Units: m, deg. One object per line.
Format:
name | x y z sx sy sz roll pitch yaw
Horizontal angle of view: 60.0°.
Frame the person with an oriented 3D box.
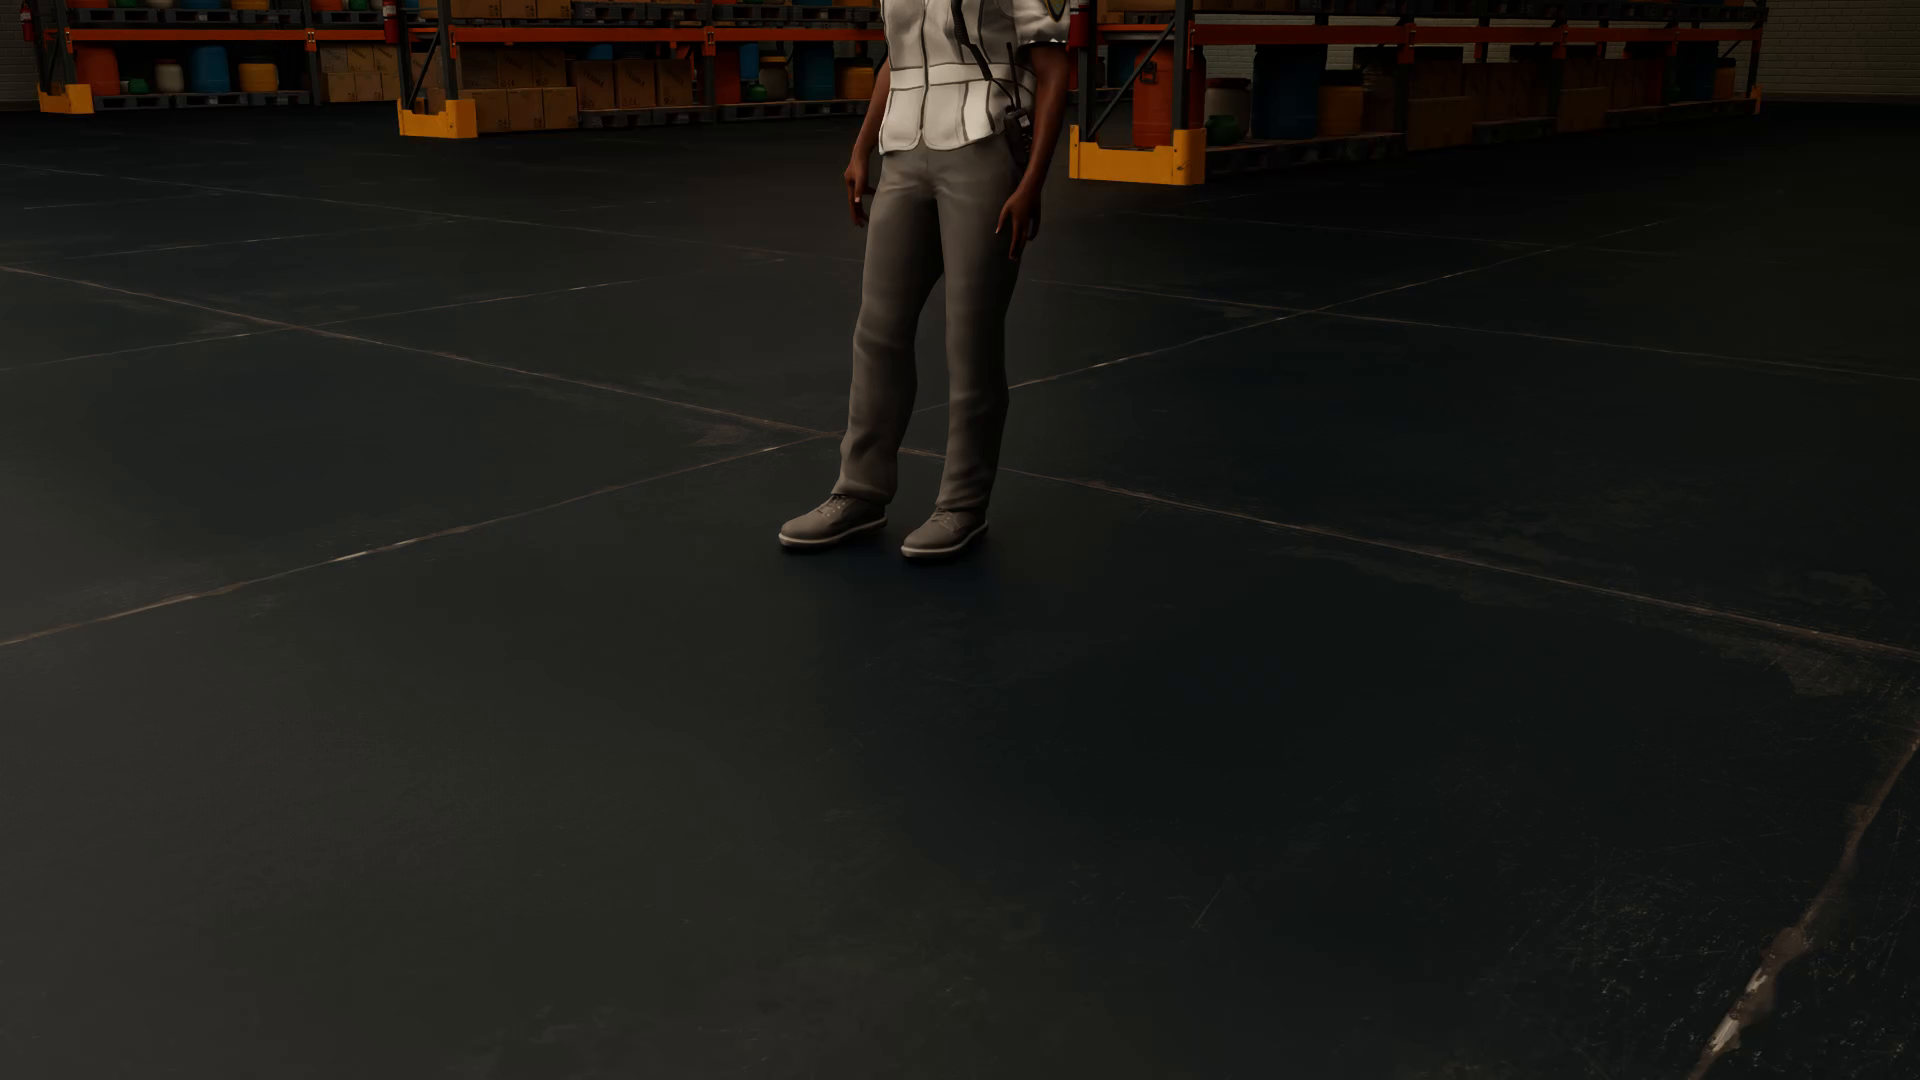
person | -0.063 -0.805 3.651 0.569 1.694 0.530 13 21 37
